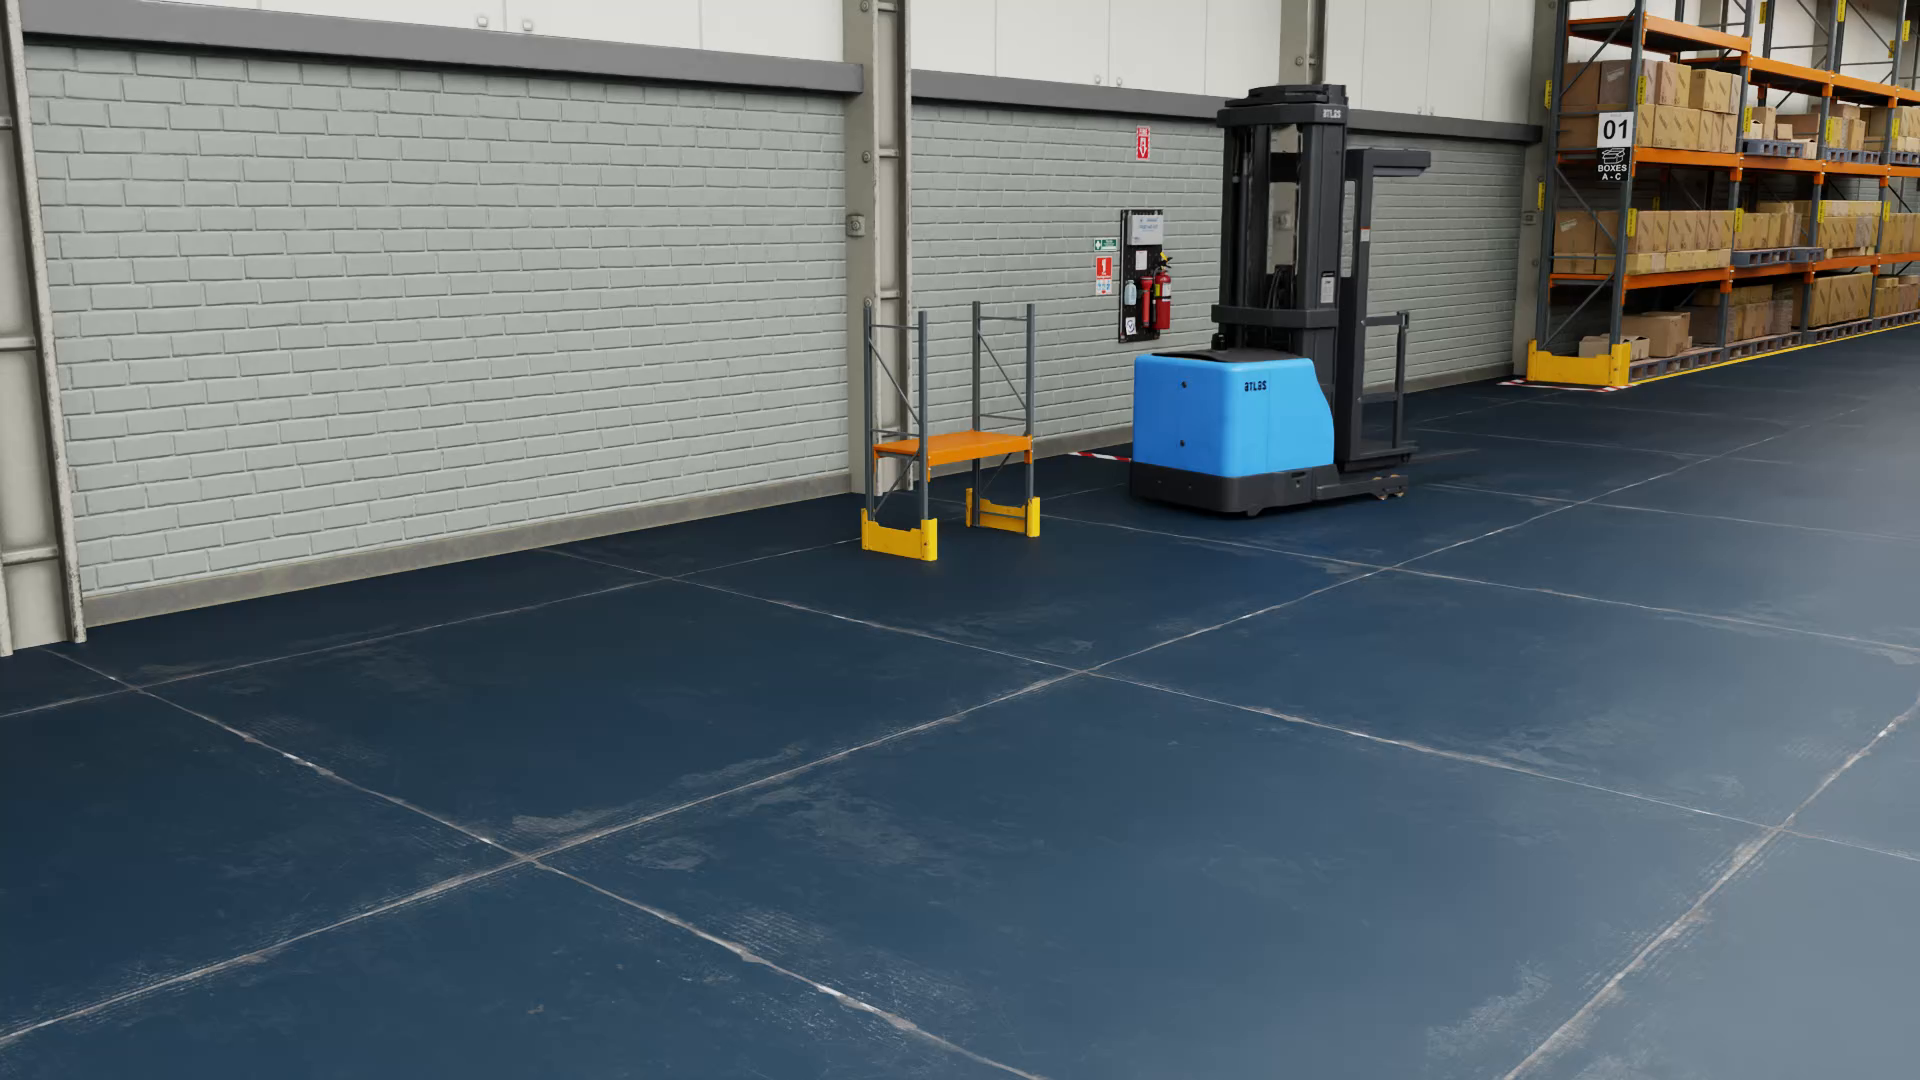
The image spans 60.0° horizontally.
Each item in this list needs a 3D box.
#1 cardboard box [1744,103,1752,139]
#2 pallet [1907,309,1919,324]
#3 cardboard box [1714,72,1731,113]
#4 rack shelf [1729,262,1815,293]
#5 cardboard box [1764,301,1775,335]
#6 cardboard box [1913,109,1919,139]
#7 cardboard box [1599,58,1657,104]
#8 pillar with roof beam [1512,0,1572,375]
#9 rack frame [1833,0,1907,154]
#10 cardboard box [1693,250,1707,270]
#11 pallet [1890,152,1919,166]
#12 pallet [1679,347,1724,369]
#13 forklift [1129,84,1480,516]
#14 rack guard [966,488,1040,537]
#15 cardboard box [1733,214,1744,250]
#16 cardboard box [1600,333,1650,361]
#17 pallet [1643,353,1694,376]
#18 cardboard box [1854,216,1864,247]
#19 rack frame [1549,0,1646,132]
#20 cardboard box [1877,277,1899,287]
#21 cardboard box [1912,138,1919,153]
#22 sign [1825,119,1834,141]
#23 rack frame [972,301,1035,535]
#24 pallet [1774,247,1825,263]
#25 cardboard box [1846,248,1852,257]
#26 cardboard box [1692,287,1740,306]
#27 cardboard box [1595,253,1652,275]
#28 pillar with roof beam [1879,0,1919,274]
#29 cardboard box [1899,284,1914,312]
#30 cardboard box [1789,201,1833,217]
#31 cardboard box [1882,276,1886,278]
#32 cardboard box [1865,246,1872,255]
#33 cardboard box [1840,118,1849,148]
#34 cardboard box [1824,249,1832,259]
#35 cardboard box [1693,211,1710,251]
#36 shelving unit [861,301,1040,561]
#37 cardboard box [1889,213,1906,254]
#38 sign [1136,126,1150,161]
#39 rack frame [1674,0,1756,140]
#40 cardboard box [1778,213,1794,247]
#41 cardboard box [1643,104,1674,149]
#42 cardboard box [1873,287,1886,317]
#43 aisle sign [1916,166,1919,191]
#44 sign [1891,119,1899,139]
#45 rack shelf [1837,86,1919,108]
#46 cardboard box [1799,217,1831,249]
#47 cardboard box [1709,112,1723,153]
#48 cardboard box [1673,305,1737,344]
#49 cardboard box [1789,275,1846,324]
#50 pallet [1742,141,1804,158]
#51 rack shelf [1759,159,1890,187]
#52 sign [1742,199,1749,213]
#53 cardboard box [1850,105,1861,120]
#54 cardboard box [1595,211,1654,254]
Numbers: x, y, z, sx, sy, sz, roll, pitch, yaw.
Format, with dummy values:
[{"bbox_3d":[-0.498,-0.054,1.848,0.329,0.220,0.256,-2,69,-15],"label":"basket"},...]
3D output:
[{"bbox_3d":[10.574,-5.781,23.011,0.500,0.500,0.500,-9,15,-39],"label":"cardboard box"},{"bbox_3d":[17.605,-4.255,31.478,1.003,0.211,1.213,10,15,40],"label":"pallet"},{"bbox_3d":[9.670,-5.814,21.644,0.500,0.500,0.500,11,16,43],"label":"cardboard box"},{"bbox_3d":[11.473,-3.926,24.548,1.077,0.370,4.000,10,15,40],"label":"rack shelf"},{"bbox_3d":[11.930,-3.390,25.285,0.700,0.500,0.500,10,15,40],"label":"cardboard box"},{"bbox_3d":[16.772,-7.401,29.588,0.500,0.500,0.500,10,15,41],"label":"cardboard box"},{"bbox_3d":[7.949,-5.442,19.781,0.500,0.500,0.500,8,14,36],"label":"cardboard box"},{"bbox_3d":[10.559,-5.997,17.759,9.100,9.000,0.400,10,15,40],"label":"pillar with roof beam"},{"bbox_3d":[15.434,-8.104,28.310,1.000,3.000,0.127,10,15,40],"label":"rack frame"},{"bbox_3d":[9.413,-3.664,21.730,0.500,0.250,0.500,10,15,40],"label":"cardboard box"},{"bbox_3d":[16.787,-6.887,30.103,1.003,0.211,1.213,10,15,40],"label":"pallet"},{"bbox_3d":[9.736,-2.514,22.760,1.003,0.211,1.213,10,15,40],"label":"pallet"},{"bbox_3d":[2.707,-1.806,12.272,3.031,2.935,1.130,-8,14,-36],"label":"forklift"},{"bbox_3d":[0.278,-0.185,10.997,0.587,0.250,0.087,10,15,40],"label":"rack guard"},{"bbox_3d":[10.515,-4.320,23.305,0.700,0.500,0.500,10,15,41],"label":"cardboard box"},{"bbox_3d":[8.413,-2.468,21.150,0.500,0.311,0.500,-11,15,-43],"label":"cardboard box"},{"bbox_3d":[8.931,-2.334,21.857,1.003,0.211,1.213,10,15,40],"label":"pallet"},{"bbox_3d":[14.651,-5.117,27.607,0.500,0.500,0.500,10,15,40],"label":"cardboard box"},{"bbox_3d":[7.513,-6.338,19.471,1.000,3.000,0.127,10,15,40],"label":"rack frame"},{"bbox_3d":[16.712,-4.661,30.041,0.380,0.149,0.250,9,15,39],"label":"cardboard box"},{"bbox_3d":[16.768,-7.032,29.655,0.500,0.250,0.500,9,15,39],"label":"cardboard box"},{"bbox_3d":[13.200,-6.228,25.254,0.100,0.325,0.005,10,15,40],"label":"sign"},{"bbox_3d":[0.279,-0.798,10.876,0.500,1.500,0.032,10,15,40],"label":"rack frame"},{"bbox_3d":[12.403,-4.361,25.376,1.213,0.211,1.003,10,15,40],"label":"pallet"},{"bbox_3d":[14.552,-4.781,27.581,0.380,0.149,0.250,9,15,39],"label":"cardboard box"},{"bbox_3d":[10.915,-3.518,24.013,0.500,0.250,0.500,9,15,39],"label":"cardboard box"},{"bbox_3d":[8.073,-3.364,20.225,0.500,0.250,0.500,9,15,39],"label":"cardboard box"},{"bbox_3d":[22.441,-8.645,31.019,9.100,9.000,0.548,10,15,40],"label":"pillar with roof beam"},{"bbox_3d":[17.357,-4.541,31.099,0.700,0.500,0.500,10,15,40],"label":"cardboard box"},{"bbox_3d":[13.306,-5.184,26.026,0.500,0.250,0.500,10,15,42],"label":"cardboard box"},{"bbox_3d":[16.953,-4.828,30.880,0.380,0.149,0.250,10,15,41],"label":"cardboard box"},{"bbox_3d":[15.275,-4.922,28.287,0.380,0.149,0.250,10,15,41],"label":"cardboard box"},{"bbox_3d":[14.073,-6.627,27.194,0.700,0.500,0.500,10,15,40],"label":"cardboard box"},{"bbox_3d":[13.597,-4.543,26.387,0.380,0.149,0.250,10,15,42],"label":"cardboard box"},{"bbox_3d":[9.408,-4.033,21.660,0.500,0.500,0.500,9,15,39],"label":"cardboard box"},{"bbox_3d":[-0.050,-0.724,10.508,0.587,1.500,1.083,10,15,40],"label":"shelving unit"},{"bbox_3d":[16.290,-5.494,29.791,0.980,0.700,0.700,9,15,39],"label":"cardboard box"},{"bbox_3d":[1.624,-3.518,14.750,0.001,0.298,0.199,10,15,40],"label":"sign"},{"bbox_3d":[10.153,-6.927,22.417,1.000,3.000,0.127,10,15,40],"label":"rack frame"},{"bbox_3d":[12.142,-4.682,25.116,0.700,0.500,0.500,8,14,35],"label":"cardboard box"},{"bbox_3d":[8.302,-5.018,20.210,0.500,0.500,0.500,-11,16,-44],"label":"cardboard box"},{"bbox_3d":[16.005,-4.239,29.586,0.700,0.500,0.500,10,15,41],"label":"cardboard box"},{"bbox_3d":[18.347,-6.997,31.448,0.394,0.787,0.004,10,15,40],"label":"aisle sign"},{"bbox_3d":[15.848,-6.972,28.178,0.100,0.325,0.005,10,15,40],"label":"sign"},{"bbox_3d":[16.754,-7.849,29.893,1.077,0.370,4.000,10,15,40],"label":"rack shelf"},{"bbox_3d":[13.306,-4.817,26.102,0.500,0.500,0.500,10,15,42],"label":"cardboard box"},{"bbox_3d":[9.662,-5.336,21.803,0.500,0.500,0.500,8,14,36],"label":"cardboard box"},{"bbox_3d":[10.626,-3.085,23.759,0.700,0.500,0.500,10,15,42],"label":"cardboard box"},{"bbox_3d":[13.960,-3.945,27.218,0.750,0.750,0.750,10,15,40],"label":"cardboard box"},{"bbox_3d":[11.323,-5.594,23.881,1.213,0.211,1.003,10,15,40],"label":"pallet"},{"bbox_3d":[14.114,-5.986,27.201,1.077,0.370,4.000,10,15,40],"label":"rack shelf"},{"bbox_3d":[12.374,-5.213,26.195,0.100,0.325,0.005,10,15,40],"label":"sign"},{"bbox_3d":[14.754,-7.153,27.914,0.500,0.250,0.500,-11,16,-43],"label":"cardboard box"},{"bbox_3d":[8.053,-3.732,20.155,0.500,0.500,0.500,10,15,40],"label":"cardboard box"}]
